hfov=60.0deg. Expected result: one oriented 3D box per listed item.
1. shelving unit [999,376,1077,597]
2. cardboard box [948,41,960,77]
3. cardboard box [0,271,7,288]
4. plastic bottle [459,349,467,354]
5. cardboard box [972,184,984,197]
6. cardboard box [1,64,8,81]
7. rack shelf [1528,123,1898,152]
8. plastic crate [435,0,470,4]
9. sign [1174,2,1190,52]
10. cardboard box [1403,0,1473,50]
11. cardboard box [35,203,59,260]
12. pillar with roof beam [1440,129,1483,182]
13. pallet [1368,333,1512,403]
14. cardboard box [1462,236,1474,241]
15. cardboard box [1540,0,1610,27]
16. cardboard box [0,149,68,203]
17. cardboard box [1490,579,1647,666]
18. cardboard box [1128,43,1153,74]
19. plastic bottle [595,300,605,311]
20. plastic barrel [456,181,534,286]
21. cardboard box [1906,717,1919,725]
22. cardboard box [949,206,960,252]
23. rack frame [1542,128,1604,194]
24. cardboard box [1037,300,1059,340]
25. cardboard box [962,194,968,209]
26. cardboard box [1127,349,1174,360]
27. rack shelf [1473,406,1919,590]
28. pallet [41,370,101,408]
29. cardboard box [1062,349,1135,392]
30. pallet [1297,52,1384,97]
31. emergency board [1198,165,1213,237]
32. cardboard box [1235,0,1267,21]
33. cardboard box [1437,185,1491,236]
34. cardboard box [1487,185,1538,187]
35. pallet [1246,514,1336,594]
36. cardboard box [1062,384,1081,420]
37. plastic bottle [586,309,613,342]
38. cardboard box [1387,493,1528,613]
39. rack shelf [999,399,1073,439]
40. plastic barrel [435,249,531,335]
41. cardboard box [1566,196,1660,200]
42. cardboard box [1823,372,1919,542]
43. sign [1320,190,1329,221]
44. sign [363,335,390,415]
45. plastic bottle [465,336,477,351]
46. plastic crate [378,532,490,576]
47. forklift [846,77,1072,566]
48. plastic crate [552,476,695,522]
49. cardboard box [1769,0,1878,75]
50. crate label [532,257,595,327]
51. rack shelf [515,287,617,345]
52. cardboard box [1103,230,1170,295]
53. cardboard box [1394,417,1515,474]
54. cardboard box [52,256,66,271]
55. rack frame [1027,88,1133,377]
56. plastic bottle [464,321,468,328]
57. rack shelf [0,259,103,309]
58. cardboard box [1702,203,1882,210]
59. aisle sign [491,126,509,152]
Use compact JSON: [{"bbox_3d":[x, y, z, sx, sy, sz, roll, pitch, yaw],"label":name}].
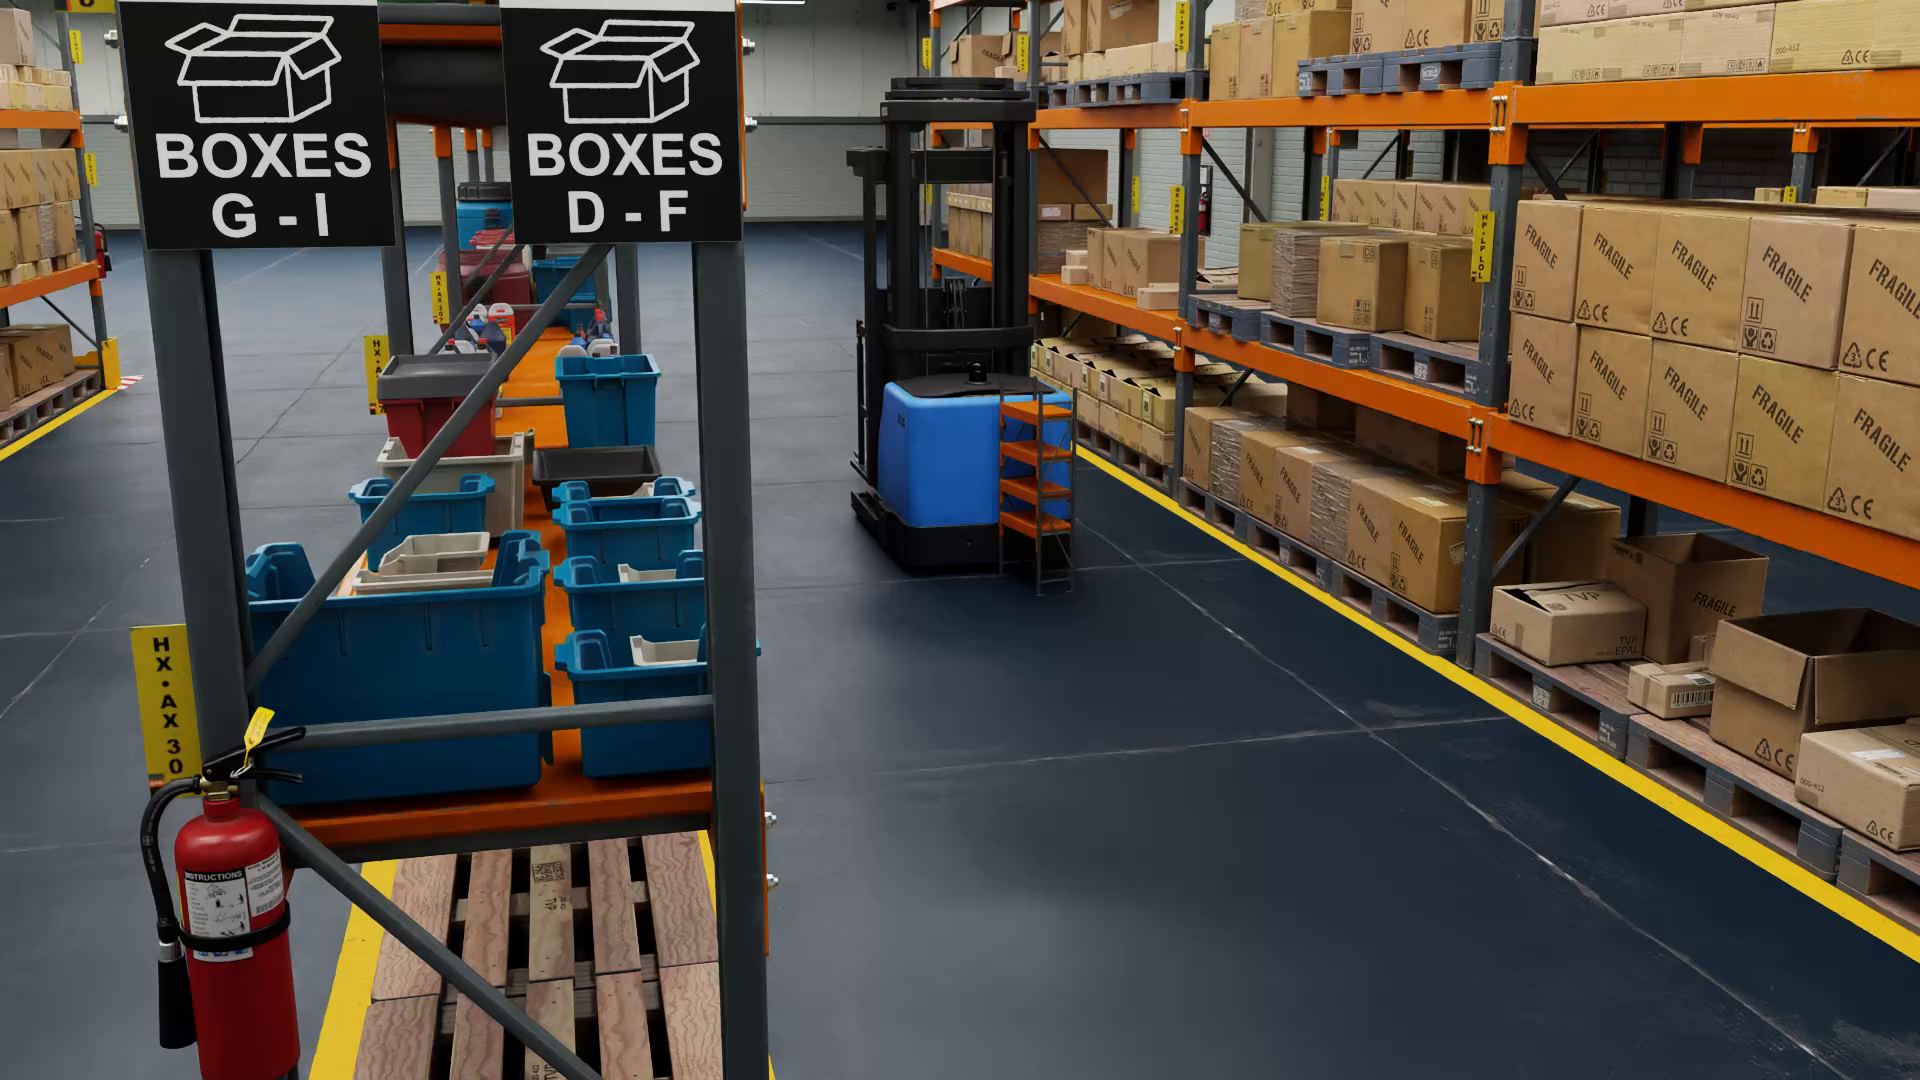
[{"bbox_3d":[0.449,-0.322,9.715,0.258,1.200,0.503,-6,15,-24],"label":"shelving unit"},{"bbox_3d":[0.300,-5.258,18.409,0.797,0.503,0.637,-2,14,-9],"label":"cardboard box"},{"bbox_3d":[-8.479,-2.253,14.358,0.380,0.149,0.250,-3,14,-13],"label":"cardboard box"},{"bbox_3d":[-2.439,-0.781,8.064,0.152,0.276,0.135,-3,14,-13],"label":"plastic bottle"},{"bbox_3d":[0.527,-3.932,17.756,0.700,0.500,0.500,-3,14,-13],"label":"cardboard box"},{"bbox_3d":[-8.735,-4.163,14.803,0.380,0.149,0.250,-3,14,-12],"label":"cardboard box"},{"bbox_3d":[6.393,-3.612,14.585,1.077,0.370,4.000,-3,14,-13],"label":"rack shelf"},{"bbox_3d":[-1.803,-1.659,5.354,0.497,0.269,0.590,-3,14,-13],"label":"plastic crate"},{"bbox_3d":[1.507,-3.483,11.287,0.100,0.325,0.005,-3,14,-13],"label":"sign"},{"bbox_3d":[2.762,-2.874,8.745,0.600,0.600,0.600,-3,14,-14],"label":"cardboard box"},{"bbox_3d":[-9.049,-2.898,15.631,0.875,0.500,0.500,-3,14,-13],"label":"cardboard box"},{"bbox_3d":[1.804,-6.449,18.363,9.100,9.000,0.400,-3,14,-13],"label":"pillar with roof beam"},{"bbox_3d":[2.906,-0.940,8.858,1.003,0.211,1.213,-3,14,-13],"label":"pallet"},{"bbox_3d":[5.517,-2.994,17.137,0.500,0.250,0.500,-3,14,-13],"label":"cardboard box"},{"bbox_3d":[2.860,-2.344,7.143,0.500,0.250,0.500,-3,14,-13],"label":"cardboard box"},{"bbox_3d":[-8.968,-3.510,16.031,0.500,0.500,0.500,-3,14,-13],"label":"cardboard box"},{"bbox_3d":[2.876,0.359,7.877,0.500,0.311,0.500,-3,14,-13],"label":"cardboard box"},{"bbox_3d":[1.623,-3.708,12.894,0.500,0.250,0.500,-4,14,-14],"label":"cardboard box"},{"bbox_3d":[-2.258,-1.364,10.436,0.061,0.283,0.133,-3,14,-13],"label":"plastic bottle"},{"bbox_3d":[-3.911,-2.551,13.990,0.600,0.901,0.708,-3,14,-13],"label":"plastic barrel"},{"bbox_3d":[3.840,0.830,6.076,0.500,0.250,0.500,-3,14,-13],"label":"cardboard box"},{"bbox_3d":[0.266,-3.551,18.932,0.700,0.500,0.500,-3,14,-13],"label":"cardboard box"},{"bbox_3d":[5.923,-2.965,16.744,1.000,3.000,0.127,-3,14,-13],"label":"rack frame"},{"bbox_3d":[0.681,-2.132,16.660,0.500,0.500,0.500,-3,14,-13],"label":"cardboard box"},{"bbox_3d":[0.231,-3.695,18.155,0.380,0.149,0.250,-4,14,-14],"label":"cardboard box"},{"bbox_3d":[1.726,-1.517,14.541,0.500,0.311,0.500,-3,14,-13],"label":"cardboard box"},{"bbox_3d":[3.457,-0.032,6.253,1.077,0.370,4.000,-3,14,-13],"label":"rack shelf"},{"bbox_3d":[-9.287,-1.498,16.615,1.003,0.211,1.213,-3,14,-13],"label":"pallet"},{"bbox_3d":[1.199,-1.485,14.411,0.500,0.311,0.500,-4,14,-15],"label":"cardboard box"},{"bbox_3d":[2.656,-2.602,9.333,1.213,0.211,1.003,-3,14,-13],"label":"pallet"},{"bbox_3d":[4.036,-5.731,28.065,0.194,1.169,0.643,-3,14,-13],"label":"emergency board"},{"bbox_3d":[2.144,-3.656,10.933,0.500,0.500,0.500,-3,14,-13],"label":"cardboard box"},{"bbox_3d":[5.388,-3.473,17.516,0.500,0.500,0.500,-3,14,-14],"label":"cardboard box"},{"bbox_3d":[5.898,-3.506,17.651,0.500,0.500,0.500,-3,14,-13],"label":"cardboard box"},{"bbox_3d":[2.470,0.044,10.301,1.003,0.211,1.213,-3,14,-13],"label":"pallet"},{"bbox_3d":[1.206,-1.212,14.478,0.500,0.250,0.500,-4,14,-15],"label":"cardboard box"},{"bbox_3d":[-1.993,-1.094,9.189,0.144,0.351,0.185,-3,14,-13],"label":"plastic bottle"},{"bbox_3d":[2.593,0.060,8.701,0.500,0.500,0.500,-3,14,-13],"label":"cardboard box"},{"bbox_3d":[0.449,-0.703,9.622,0.258,0.148,0.480,-6,15,-24],"label":"rack shelf"},{"bbox_3d":[-3.171,-1.646,11.059,0.600,0.536,0.708,-3,14,-13],"label":"plastic barrel"},{"bbox_3d":[6.134,-2.979,15.662,0.700,0.500,0.500,-2,14,-7],"label":"cardboard box"},{"bbox_3d":[3.320,-0.292,5.589,0.500,0.500,0.500,-3,14,-13],"label":"cardboard box"},{"bbox_3d":[2.573,-2.322,11.838,0.100,0.325,0.005,-3,14,-13],"label":"sign"},{"bbox_3d":[-2.363,-0.672,6.773,0.100,0.325,0.005,-3,14,-13],"label":"sign"},{"bbox_3d":[-2.551,-0.922,8.654,0.097,0.271,0.097,0,14,0],"label":"plastic bottle"},{"bbox_3d":[-1.487,0.078,4.715,0.298,0.136,0.250,-3,14,-13],"label":"plastic crate"},{"bbox_3d":[-0.143,-1.569,11.175,1.130,2.935,3.031,-3,14,-13],"label":"forklift"},{"bbox_3d":[-1.006,-0.041,5.000,0.416,0.233,0.300,-3,14,-13],"label":"plastic crate"},{"bbox_3d":[3.211,-1.755,5.785,0.500,0.250,0.500,-3,14,-13],"label":"cardboard box"},{"bbox_3d":[-2.738,-1.752,11.702,0.502,0.435,0.616,-3,14,-13],"label":"crate label"},{"bbox_3d":[-3.237,-1.602,12.680,1.077,0.370,4.000,-3,14,-13],"label":"rack shelf"},{"bbox_3d":[1.515,-2.322,13.899,0.500,0.500,0.500,-3,14,-13],"label":"cardboard box"},{"bbox_3d":[2.876,-0.562,9.668,0.500,0.250,0.500,-3,14,-13],"label":"cardboard box"},{"bbox_3d":[-8.983,-2.712,16.238,0.380,0.149,0.250,-3,14,-13],"label":"cardboard box"},{"bbox_3d":[1.109,-2.688,15.610,1.000,3.000,0.127,-3,14,-13],"label":"rack frame"},{"bbox_3d":[-2.785,-1.091,9.343,0.097,0.271,0.097,0,14,0],"label":"plastic bottle"},{"bbox_3d":[-8.991,-2.249,15.328,1.077,0.370,4.000,-3,14,-13],"label":"rack shelf"},{"bbox_3d":[3.481,-1.157,7.024,0.500,0.500,0.500,-4,14,-14],"label":"cardboard box"},{"bbox_3d":[-4.948,-4.599,17.953,0.394,0.787,0.004,-3,14,-13],"label":"aisle sign"}]
